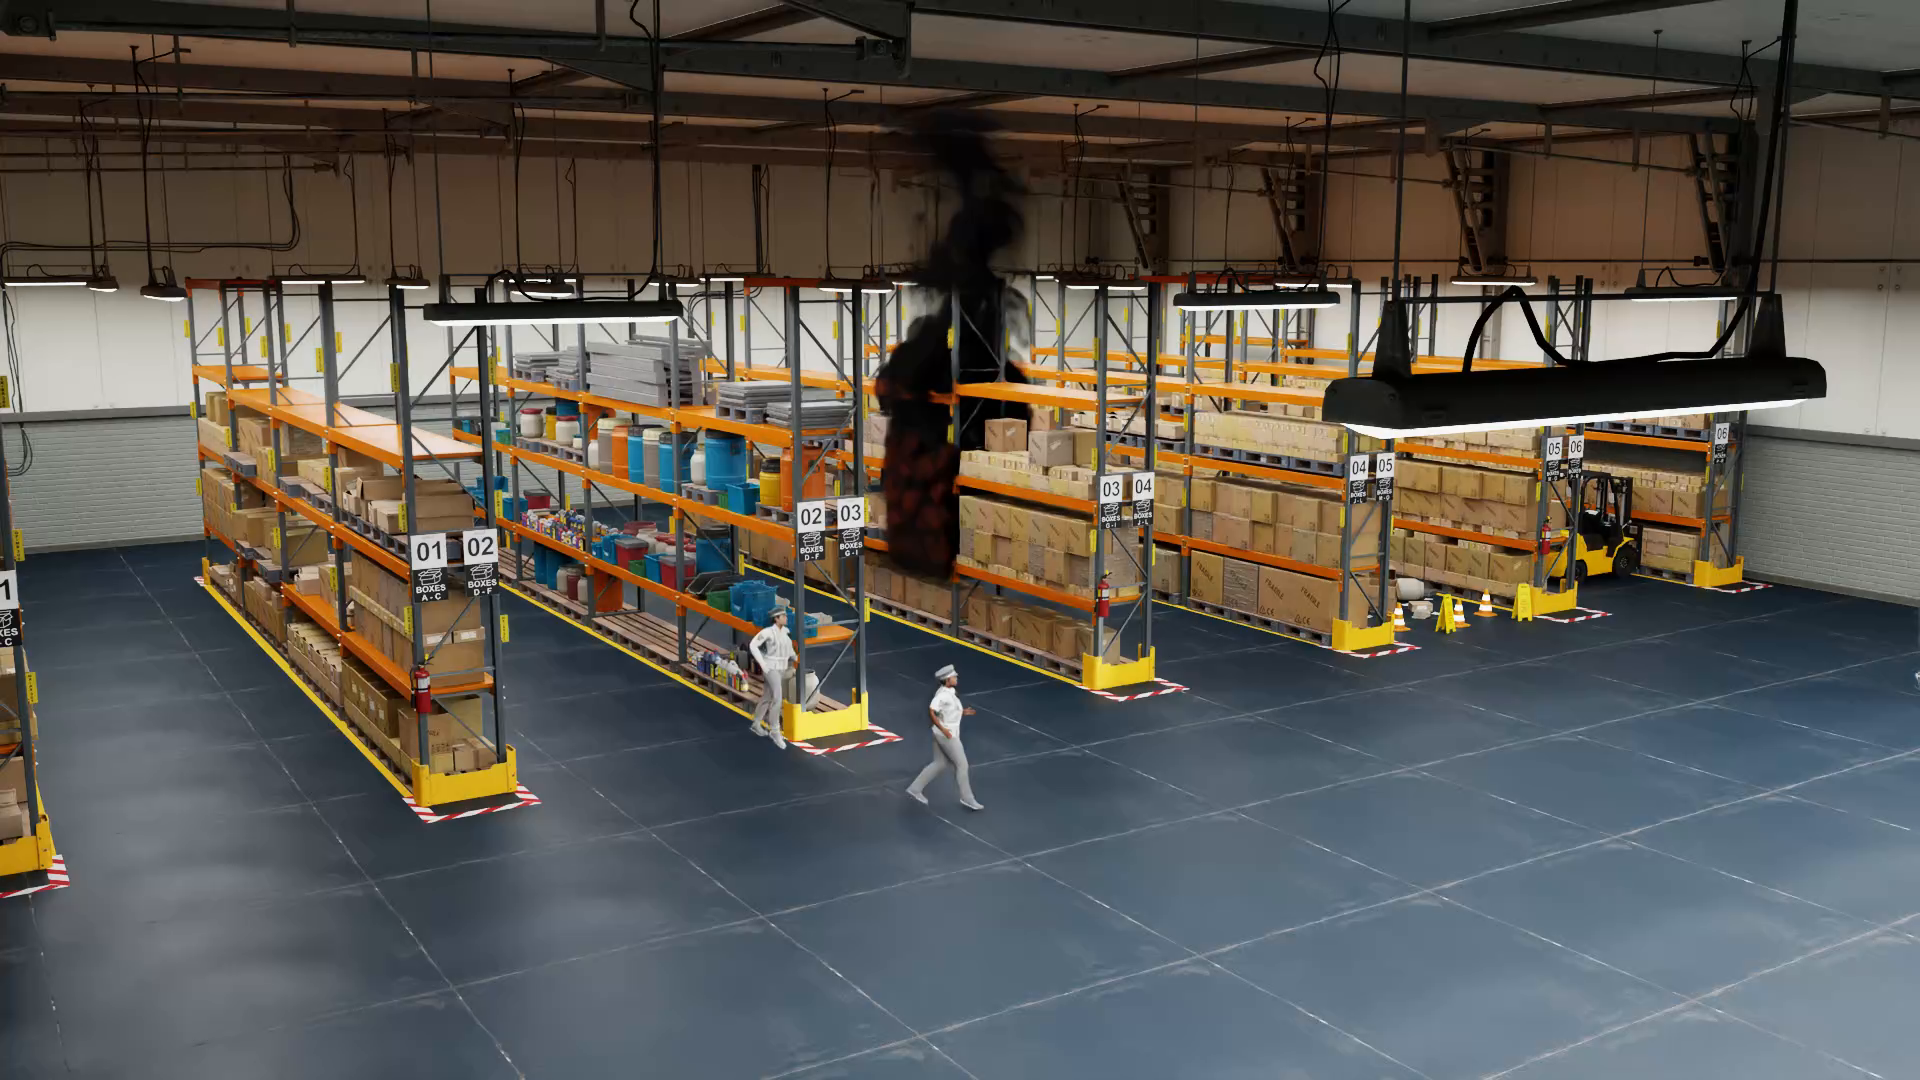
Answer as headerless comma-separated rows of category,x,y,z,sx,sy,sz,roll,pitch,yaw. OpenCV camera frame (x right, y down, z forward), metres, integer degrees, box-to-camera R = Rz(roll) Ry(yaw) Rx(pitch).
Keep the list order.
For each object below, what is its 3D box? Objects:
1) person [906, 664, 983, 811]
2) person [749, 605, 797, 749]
person,-0.168,2.293,19.269,0.867,1.728,0.572,-2,10,-10
person,-2.350,1.723,21.240,0.647,1.768,0.598,4,10,23
